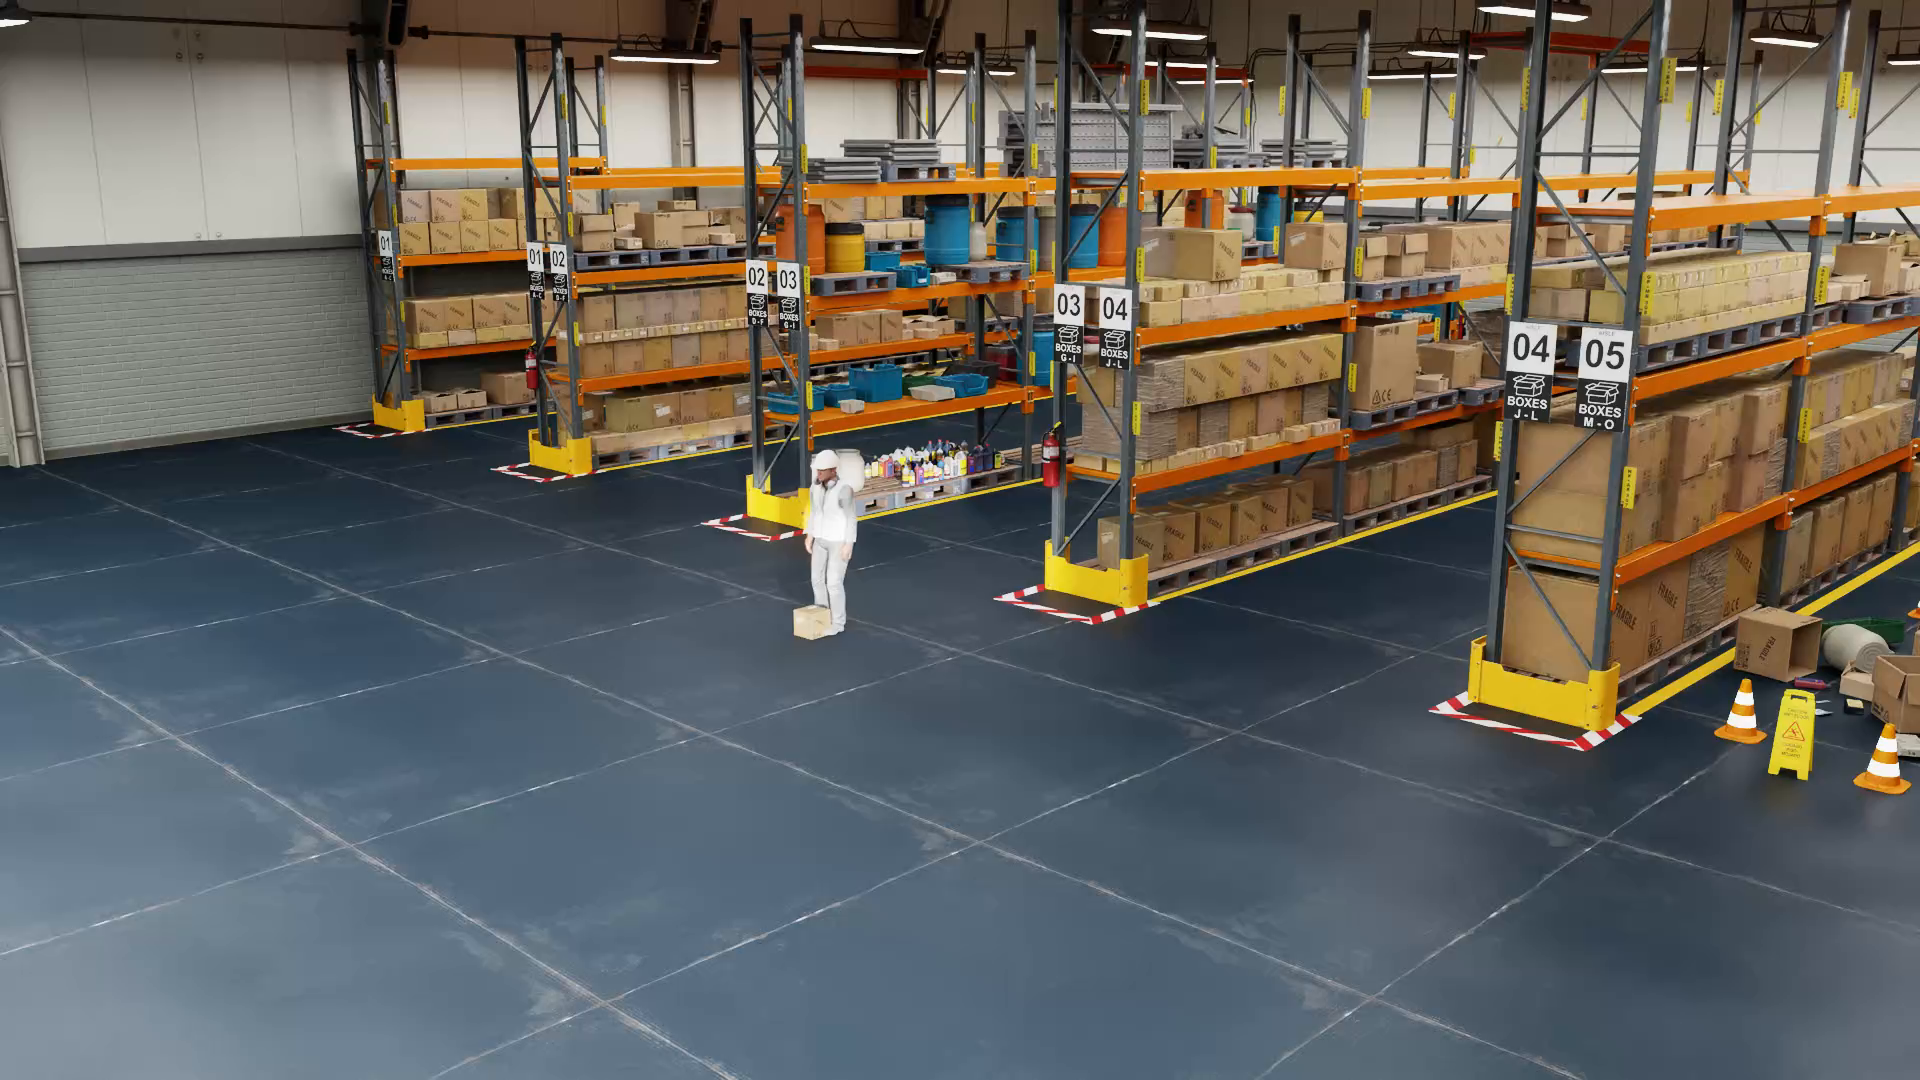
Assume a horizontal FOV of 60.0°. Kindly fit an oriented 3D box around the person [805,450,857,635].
[{"bbox_3d":[-1.237,0.005,15.918,0.591,1.770,0.466,12,18,40],"label":"person"}]
